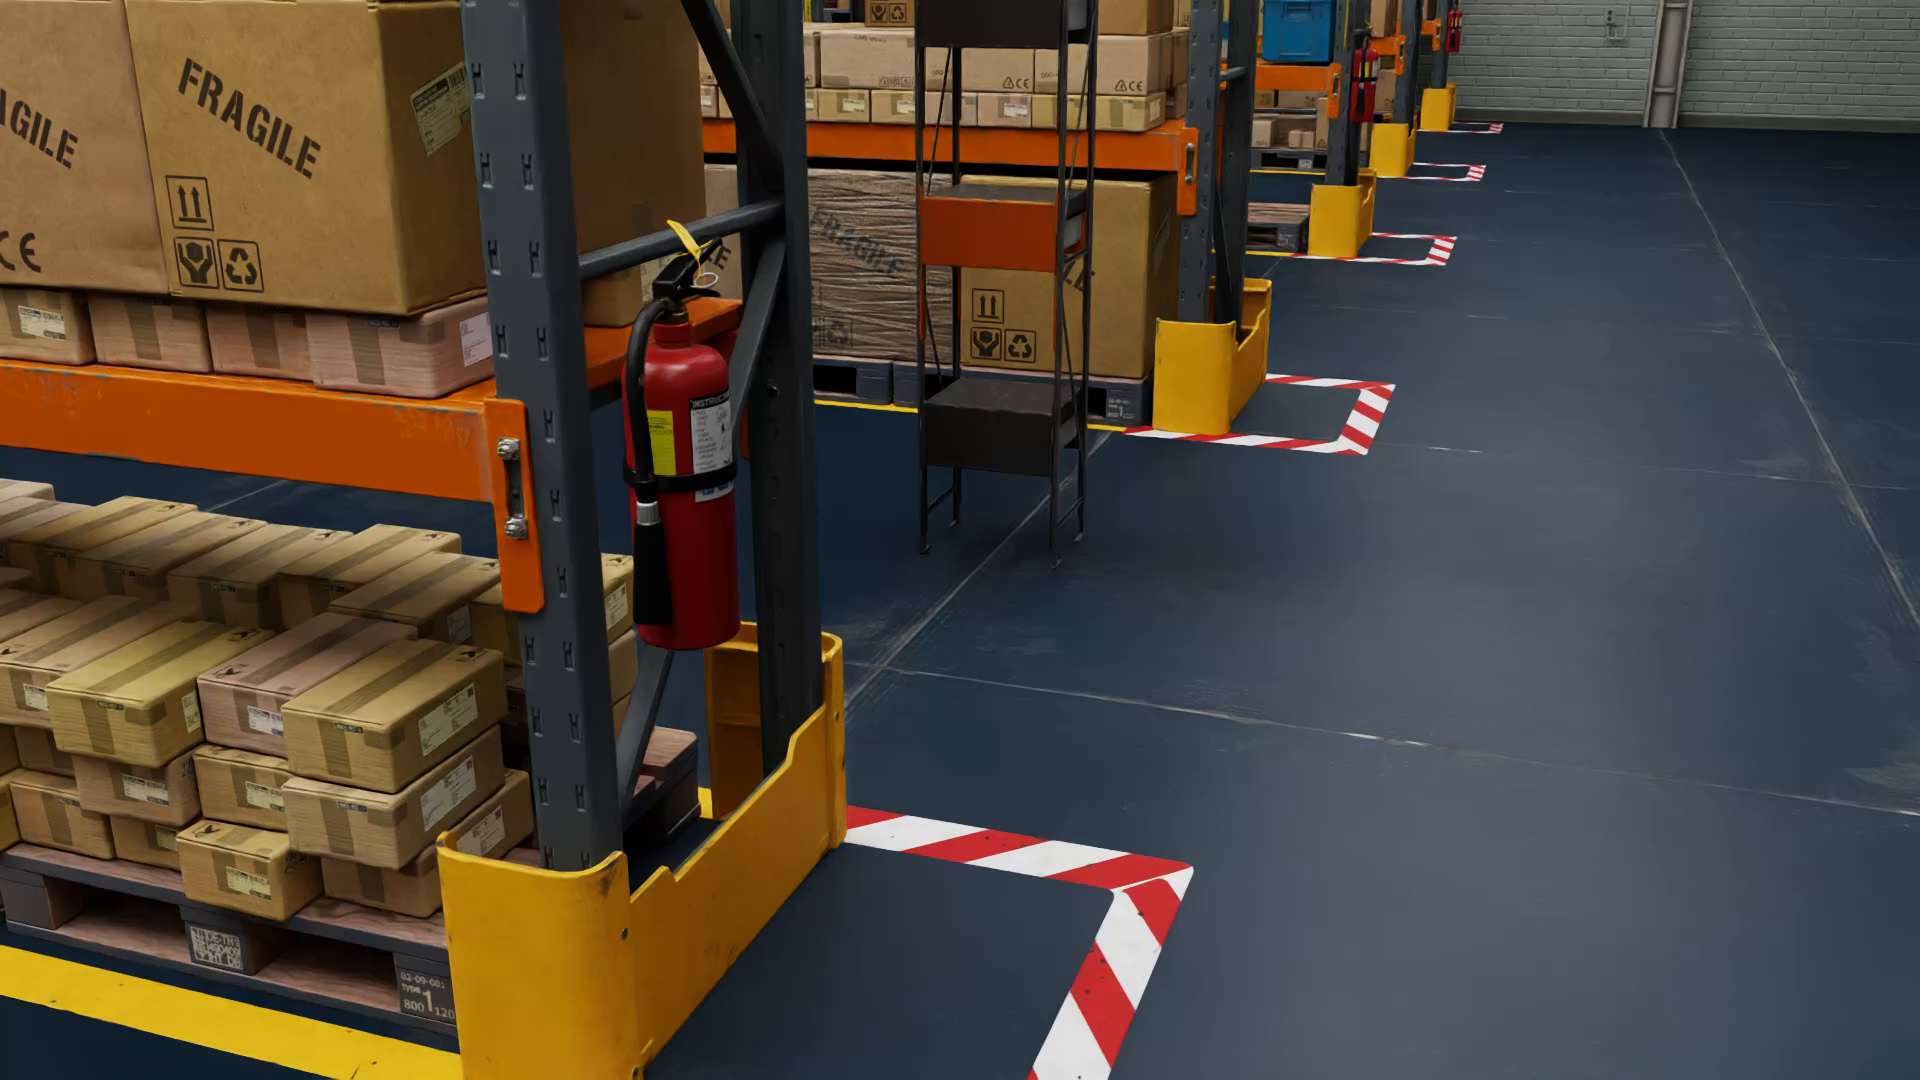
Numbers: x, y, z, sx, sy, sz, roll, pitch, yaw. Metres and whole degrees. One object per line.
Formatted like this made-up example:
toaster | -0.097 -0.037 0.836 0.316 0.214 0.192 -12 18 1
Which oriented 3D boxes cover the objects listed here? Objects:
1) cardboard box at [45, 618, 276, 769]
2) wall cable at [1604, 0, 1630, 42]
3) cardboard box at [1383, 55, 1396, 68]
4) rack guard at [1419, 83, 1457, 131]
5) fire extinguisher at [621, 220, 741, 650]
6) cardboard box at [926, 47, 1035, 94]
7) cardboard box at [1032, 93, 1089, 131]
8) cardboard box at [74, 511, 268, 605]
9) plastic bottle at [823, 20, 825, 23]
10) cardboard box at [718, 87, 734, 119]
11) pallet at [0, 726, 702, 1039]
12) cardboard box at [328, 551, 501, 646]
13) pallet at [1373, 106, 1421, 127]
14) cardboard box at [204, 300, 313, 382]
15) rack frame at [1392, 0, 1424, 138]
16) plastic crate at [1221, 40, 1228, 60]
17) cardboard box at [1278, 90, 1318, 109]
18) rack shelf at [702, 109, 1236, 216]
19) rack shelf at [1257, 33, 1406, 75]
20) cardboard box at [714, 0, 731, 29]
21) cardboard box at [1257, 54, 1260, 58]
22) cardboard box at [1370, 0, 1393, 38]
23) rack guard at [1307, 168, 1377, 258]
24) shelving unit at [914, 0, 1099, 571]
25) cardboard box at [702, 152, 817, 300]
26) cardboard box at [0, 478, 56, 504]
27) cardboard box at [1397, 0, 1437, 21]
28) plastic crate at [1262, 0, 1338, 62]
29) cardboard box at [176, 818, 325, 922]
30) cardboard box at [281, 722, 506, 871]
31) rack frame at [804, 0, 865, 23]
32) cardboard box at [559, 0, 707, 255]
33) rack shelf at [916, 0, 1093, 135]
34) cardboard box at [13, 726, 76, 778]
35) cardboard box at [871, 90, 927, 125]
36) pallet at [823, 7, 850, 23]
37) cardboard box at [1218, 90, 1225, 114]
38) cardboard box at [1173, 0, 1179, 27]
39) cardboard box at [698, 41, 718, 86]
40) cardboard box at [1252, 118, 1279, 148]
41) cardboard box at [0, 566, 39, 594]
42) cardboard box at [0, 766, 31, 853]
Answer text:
cardboard box | -1.627 0.308 3.424 0.250 0.149 0.380 6 20 17
wall cable | 7.581 -7.334 21.015 1.851 1.984 0.084 7 20 18
cardboard box | 5.551 -6.116 21.238 0.250 0.149 0.380 7 20 18
rack guard | 6.084 -5.515 21.139 0.348 0.500 1.175 7 20 18
fire extinguisher | -0.452 -0.163 2.672 0.183 0.674 0.296 7 20 18
cardboard box | 0.161 -2.172 7.527 0.500 0.250 0.500 6 20 17
cardboard box | 0.494 -1.923 7.417 0.250 0.149 0.380 7 20 19
cardboard box | -1.938 0.065 4.123 0.250 0.149 0.380 7 21 20
plastic bottle | -1.175 -4.167 13.651 0.133 0.283 0.061 7 20 18
cardboard box | -0.951 -2.088 7.891 0.250 0.149 0.380 6 20 16
pallet | -1.366 0.663 3.853 1.213 0.211 1.003 7 20 18
cardboard box | -1.222 0.166 3.833 0.250 0.149 0.380 7 20 19
pallet | 5.280 -5.444 21.372 1.213 0.211 1.003 7 20 18
cardboard box | -1.162 -0.414 3.088 0.250 0.149 0.380 6 20 18
rack frame | 4.439 -5.158 16.315 0.127 3.000 1.000 7 20 18
plastic crate | 1.980 -3.554 12.023 0.243 0.136 0.396 7 20 18
cardboard box | 4.419 -5.869 21.516 0.500 0.500 0.700 6 20 16
rack shelf | -0.705 -1.954 8.219 4.000 0.370 1.077 7 20 18
rack shelf | 2.550 -5.034 17.054 4.000 0.370 1.077 7 20 18
cardboard box | -1.270 -2.692 7.879 0.500 0.500 0.500 6 20 16
cardboard box | 3.712 -6.192 21.457 0.250 0.149 0.380 6 20 17
cardboard box | 3.927 -5.169 16.195 0.500 0.500 0.500 7 20 20
rack guard | 2.837 -2.439 12.314 0.348 0.500 1.175 7 20 18
shelving unit | 0.156 -0.974 5.679 0.503 2.100 0.431 7 20 18
cardboard box | -1.146 -1.512 8.446 0.875 0.875 0.875 7 20 18
cardboard box | -2.639 -0.036 4.412 0.250 0.149 0.380 6 20 16
cardboard box | 5.576 -6.892 20.835 0.700 0.700 0.980 7 21 21
plastic crate | 2.432 -3.641 11.820 0.499 0.435 0.616 7 20 18
cardboard box | -1.380 0.613 3.454 0.250 0.149 0.380 7 20 20
cardboard box | -1.131 0.492 3.348 0.250 0.149 0.380 6 20 17
rack frame | -0.968 -4.050 13.138 0.127 3.000 1.000 7 20 18
cardboard box | -0.872 -0.869 3.408 0.500 0.500 0.500 8 21 21
rack shelf | 0.156 -1.622 5.453 0.480 0.518 0.431 7 20 18
cardboard box | -1.842 0.376 3.682 0.250 0.149 0.380 6 20 17
cardboard box | -0.225 -2.005 7.654 0.250 0.149 0.380 6 20 17
pallet | -1.279 -5.723 18.228 1.213 0.211 1.003 7 20 18
cardboard box | 2.437 -4.417 17.316 0.637 0.503 0.797 7 20 18
cardboard box | 2.009 -5.388 16.825 0.500 0.500 0.500 6 20 18
cardboard box | -1.277 -2.338 8.002 0.500 0.250 0.500 7 20 19
cardboard box | 2.957 -4.161 16.966 0.500 0.250 0.500 7 20 18
cardboard box | -2.335 0.186 3.775 0.250 0.149 0.380 6 20 16
cardboard box | -2.101 0.527 3.701 0.250 0.149 0.380 6 20 16
